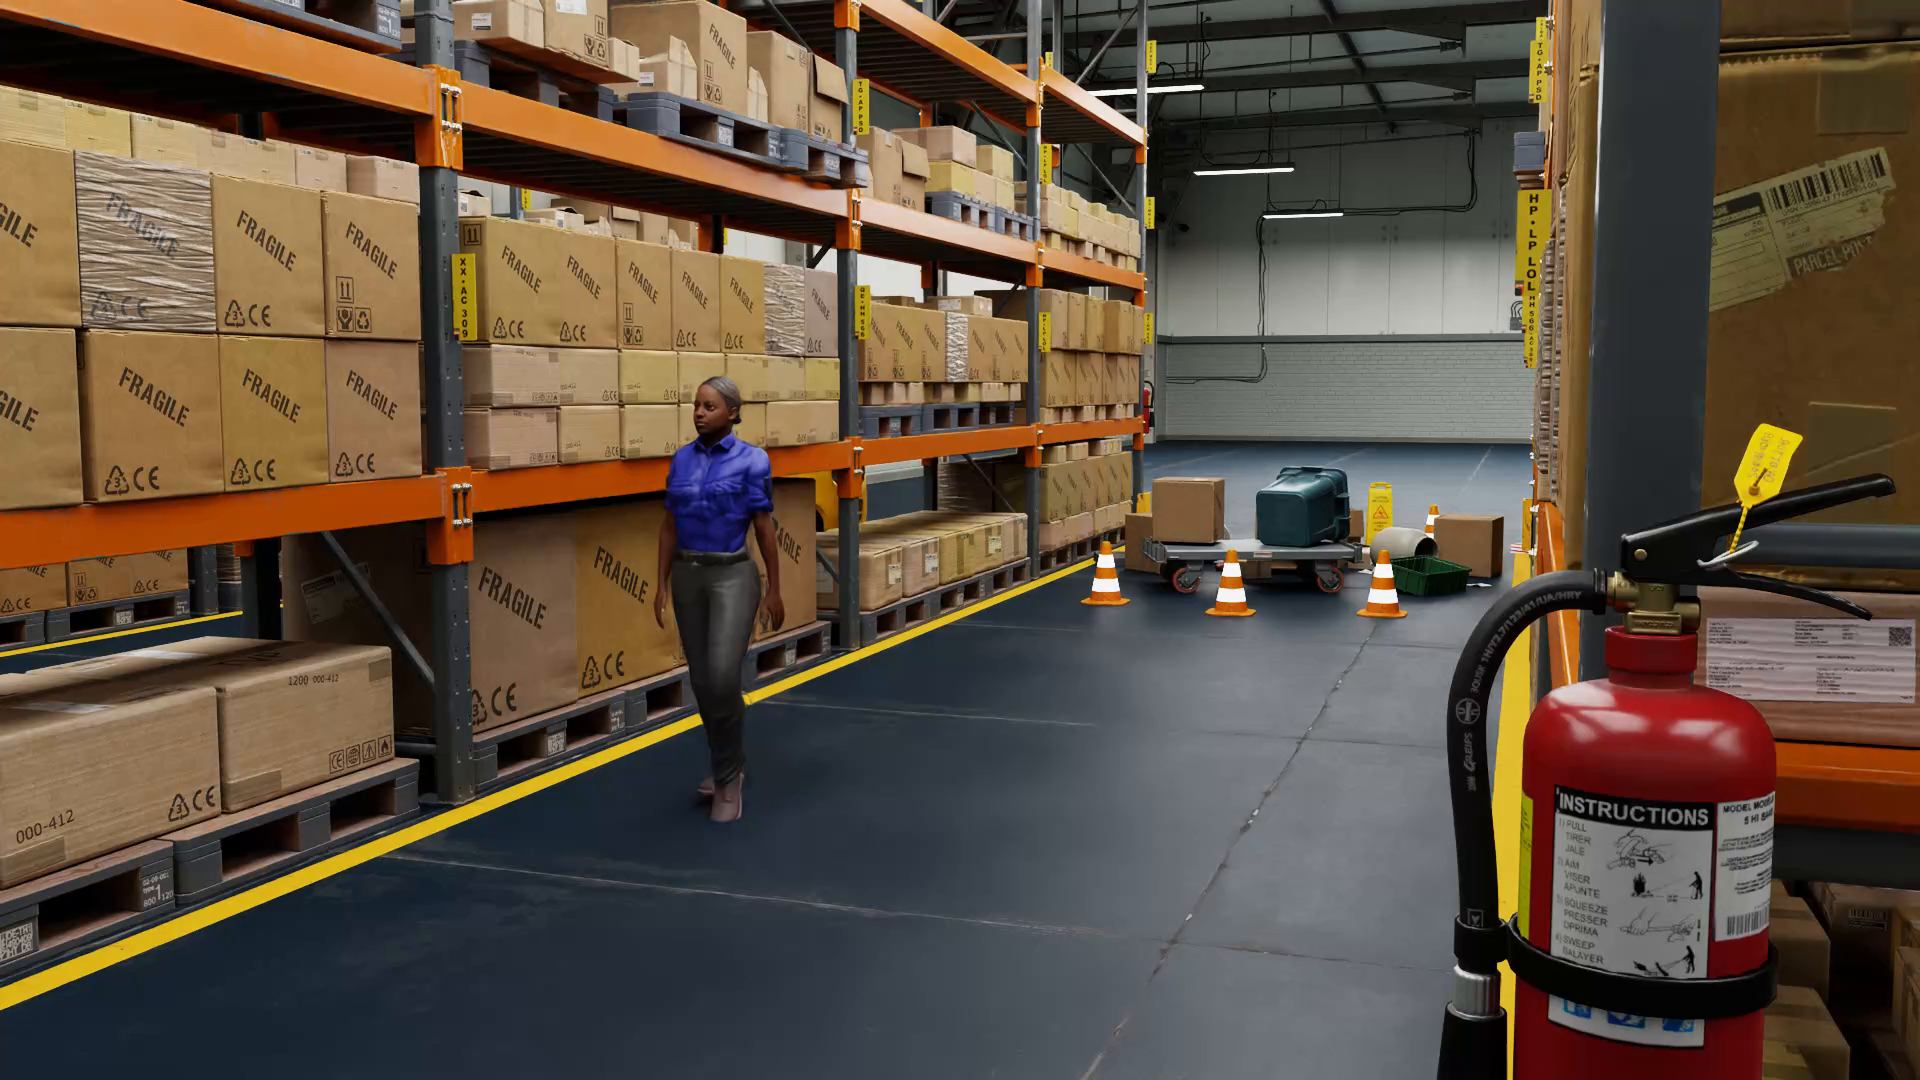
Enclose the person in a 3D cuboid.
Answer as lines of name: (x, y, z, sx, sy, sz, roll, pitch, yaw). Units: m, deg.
person: (-0.951, 0.229, 6.446, 0.484, 1.721, 0.512, 2, 6, 22)
